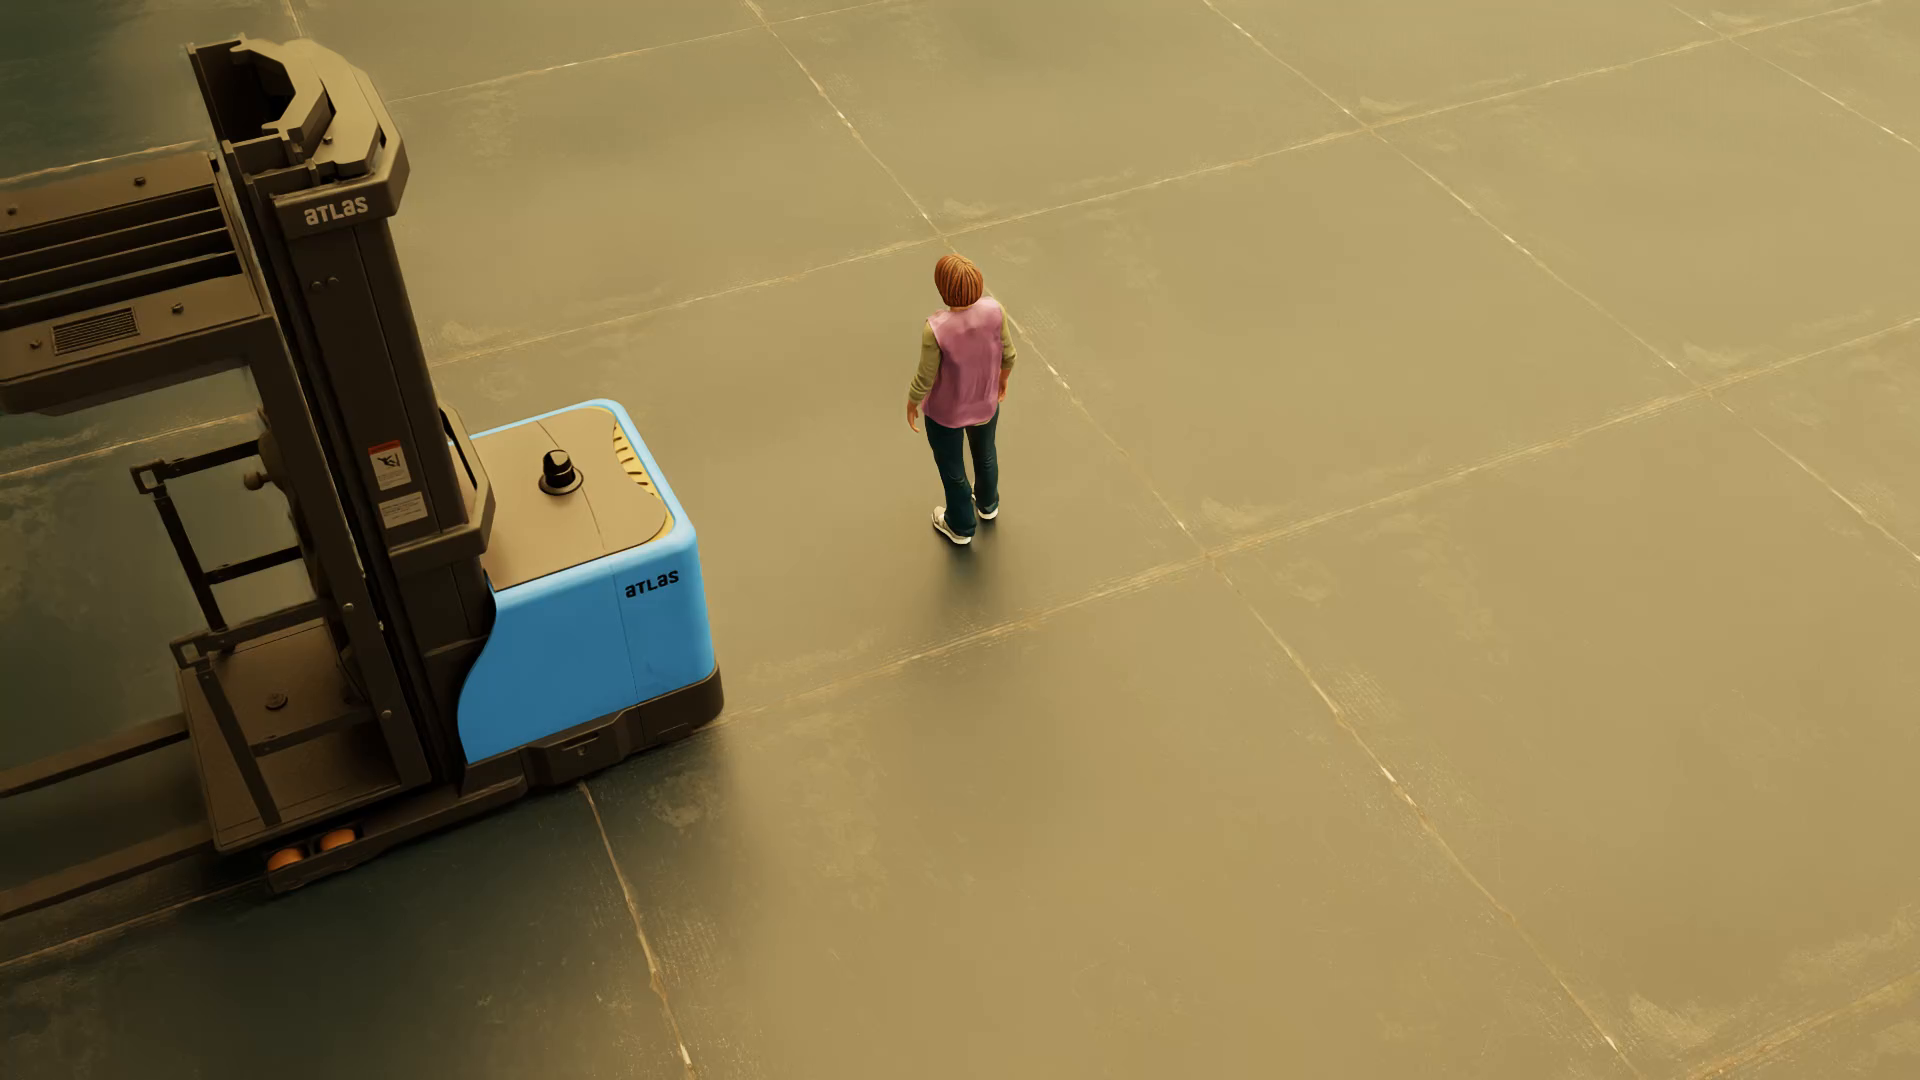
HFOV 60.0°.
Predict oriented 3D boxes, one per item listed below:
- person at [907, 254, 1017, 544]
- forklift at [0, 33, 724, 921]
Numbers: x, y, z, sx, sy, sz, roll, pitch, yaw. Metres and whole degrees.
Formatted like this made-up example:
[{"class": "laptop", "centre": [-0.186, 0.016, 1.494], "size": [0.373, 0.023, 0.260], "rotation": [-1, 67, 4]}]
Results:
[{"class": "person", "centre": [-0.018, -0.639, 7.332], "size": [0.520, 1.596, 0.475], "rotation": [-18, 46, -18]}, {"class": "forklift", "centre": [-2.541, -0.144, 5.835], "size": [3.031, 2.935, 1.130], "rotation": [-19, 46, -19]}]
